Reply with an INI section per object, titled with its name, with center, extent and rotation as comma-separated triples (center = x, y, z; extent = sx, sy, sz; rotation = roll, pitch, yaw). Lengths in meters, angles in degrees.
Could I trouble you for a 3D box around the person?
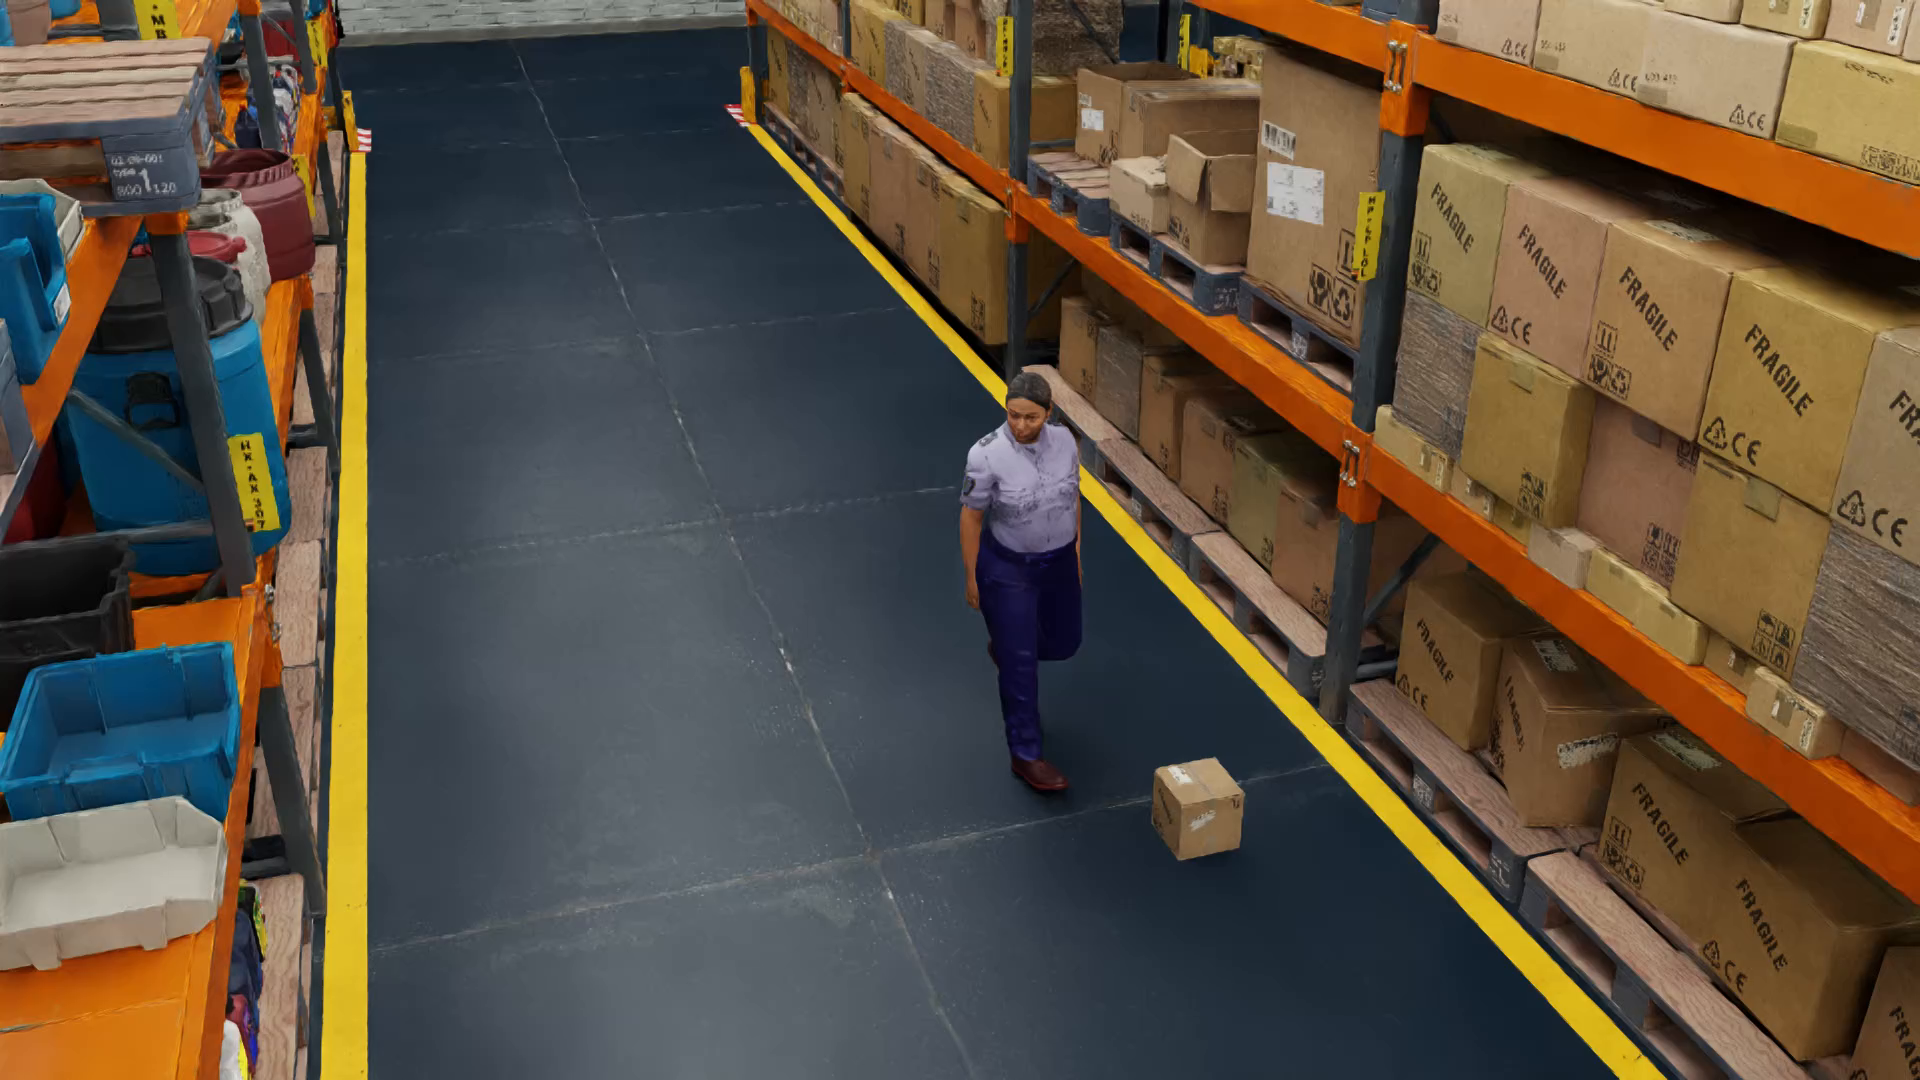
[person]
center = 0.239, 0.099, 6.423
extent = 0.494, 1.628, 0.817
rotation = -16, 30, -28
